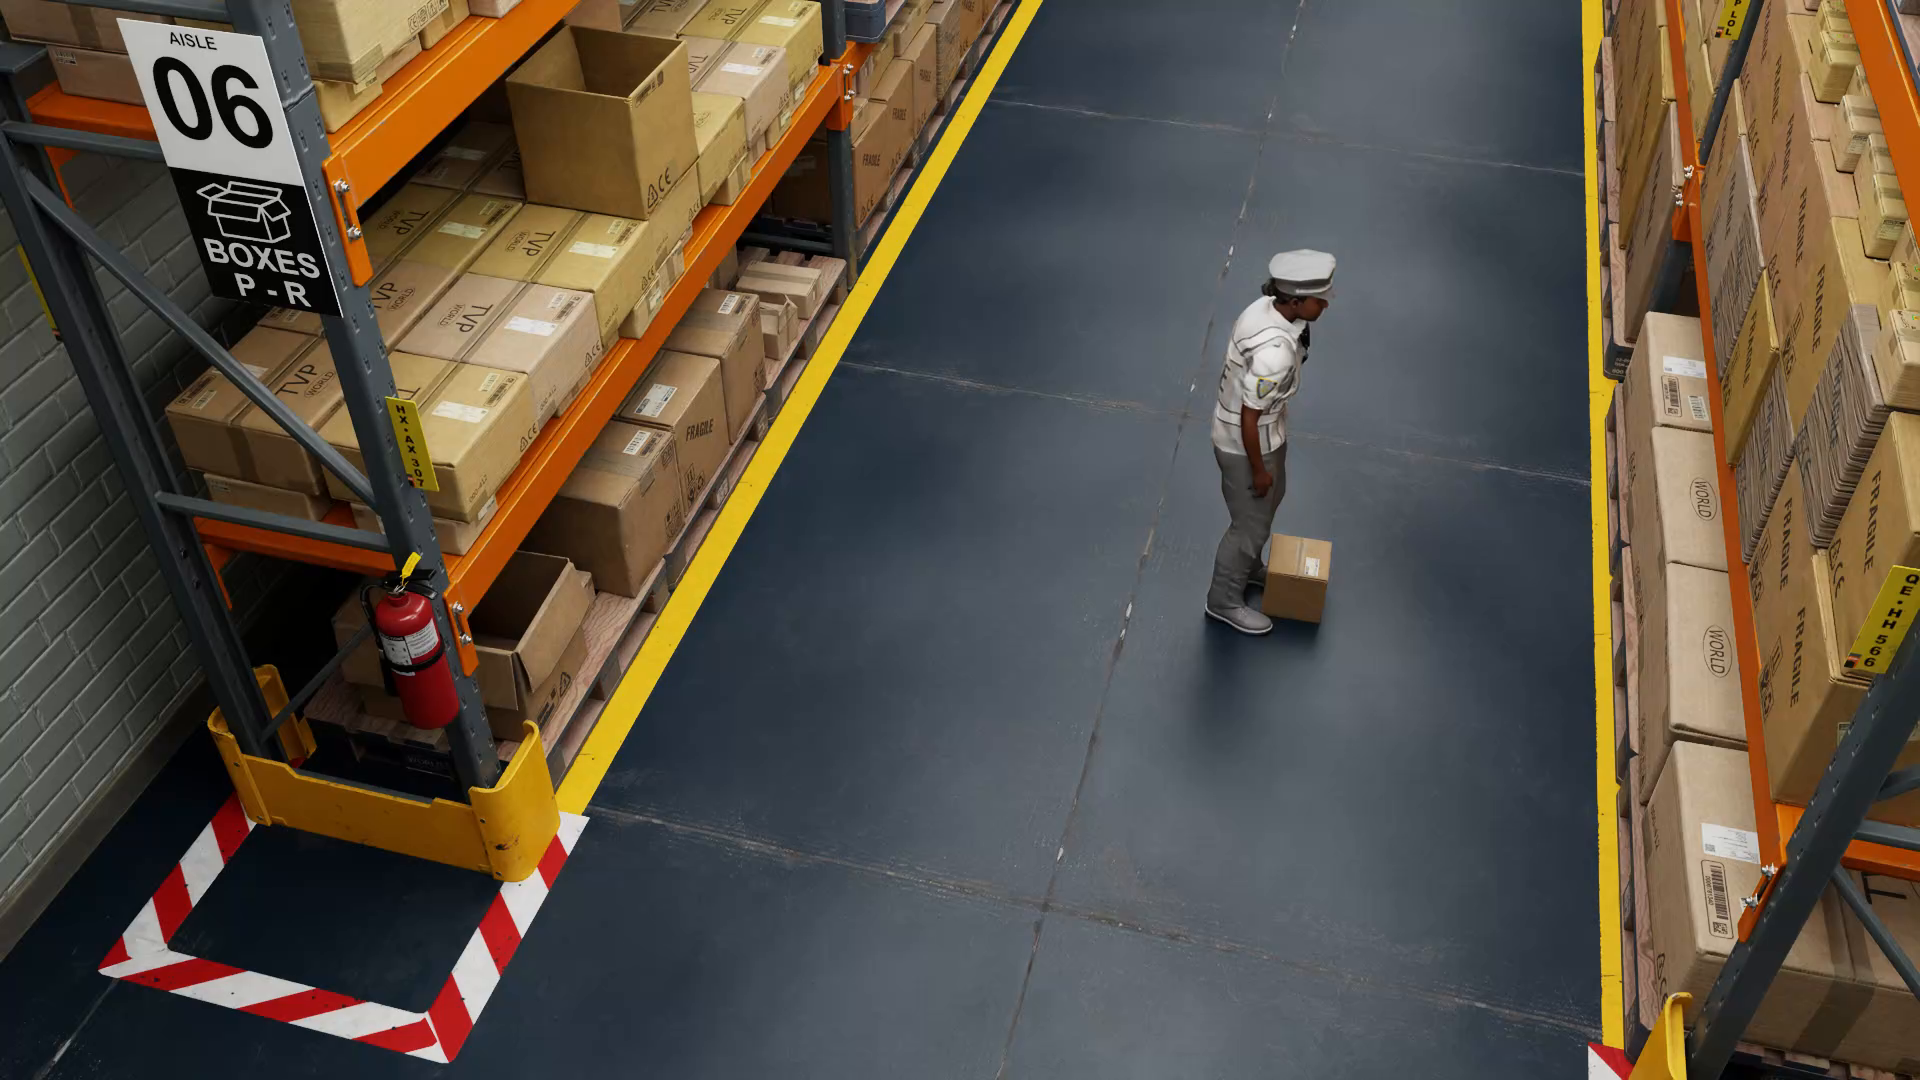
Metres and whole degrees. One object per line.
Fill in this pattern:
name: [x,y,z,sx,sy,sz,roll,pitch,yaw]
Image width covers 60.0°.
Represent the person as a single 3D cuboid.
person: [1.204,-0.397,6.611,0.415,1.659,0.505,10,42,12]
